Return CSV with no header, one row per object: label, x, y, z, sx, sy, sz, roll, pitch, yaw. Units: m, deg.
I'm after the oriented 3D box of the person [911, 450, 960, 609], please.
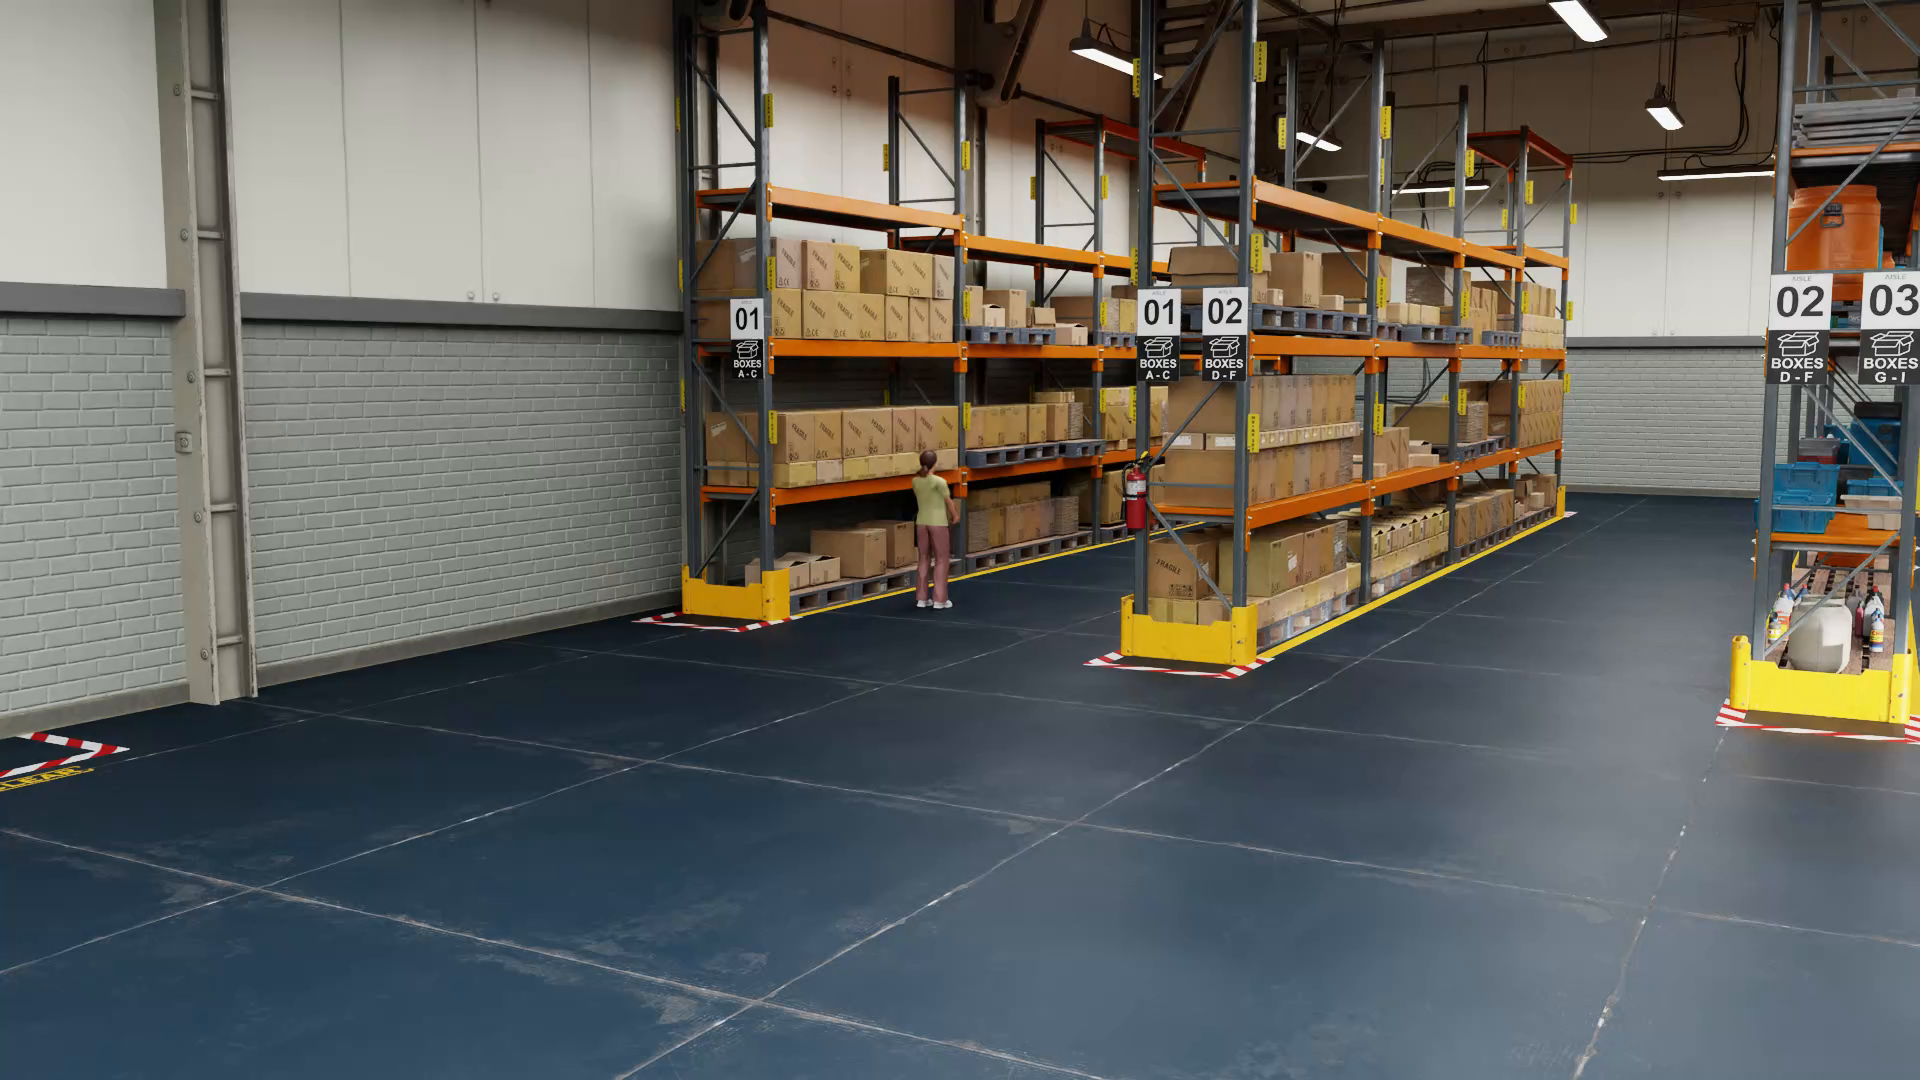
person,-0.261,-0.122,17.550,0.424,1.667,0.551,3,7,29
